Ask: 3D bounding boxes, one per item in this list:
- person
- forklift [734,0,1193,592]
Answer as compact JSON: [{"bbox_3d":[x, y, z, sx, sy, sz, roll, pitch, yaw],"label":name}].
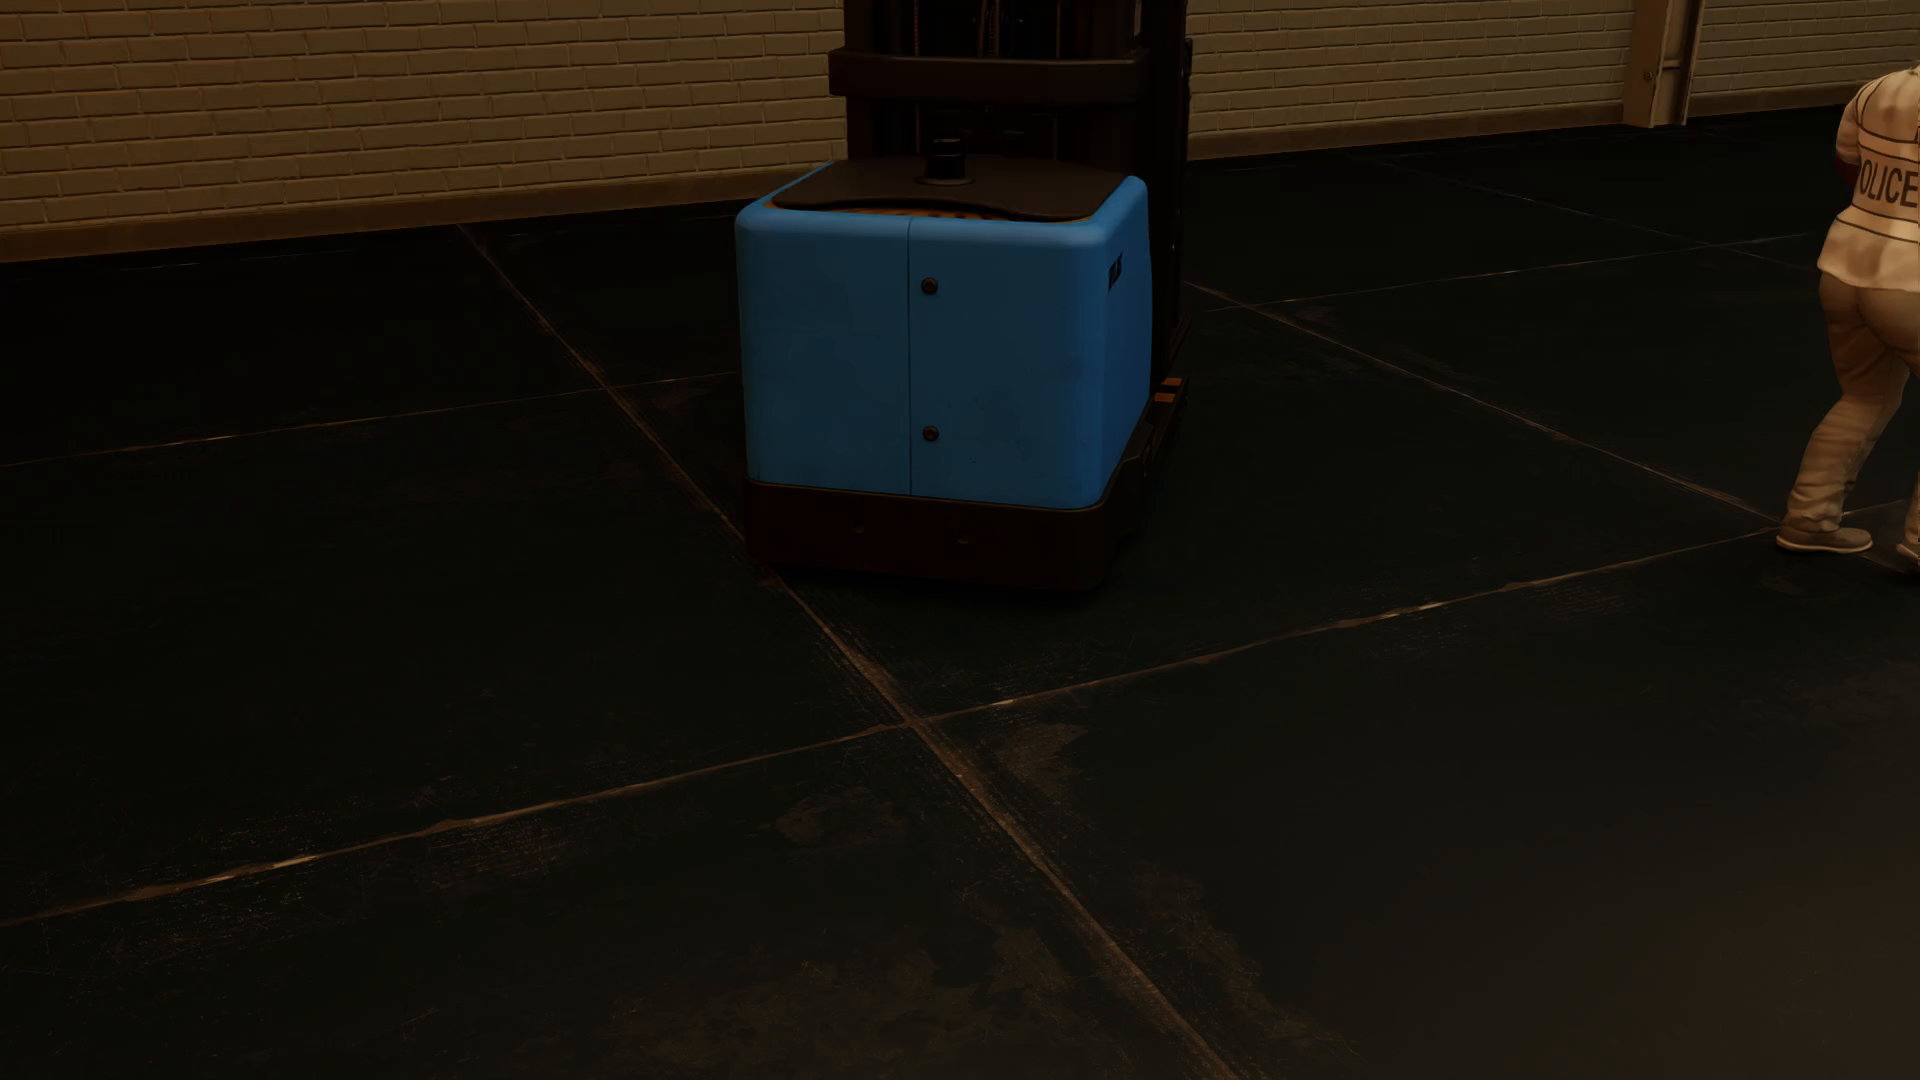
[{"bbox_3d":[2.709,-0.679,4.687,0.517,1.693,0.880,-3,23,-6],"label":"person"},{"bbox_3d":[0.230,-1.746,5.490,1.130,2.935,3.031,5,23,13],"label":"forklift"}]
